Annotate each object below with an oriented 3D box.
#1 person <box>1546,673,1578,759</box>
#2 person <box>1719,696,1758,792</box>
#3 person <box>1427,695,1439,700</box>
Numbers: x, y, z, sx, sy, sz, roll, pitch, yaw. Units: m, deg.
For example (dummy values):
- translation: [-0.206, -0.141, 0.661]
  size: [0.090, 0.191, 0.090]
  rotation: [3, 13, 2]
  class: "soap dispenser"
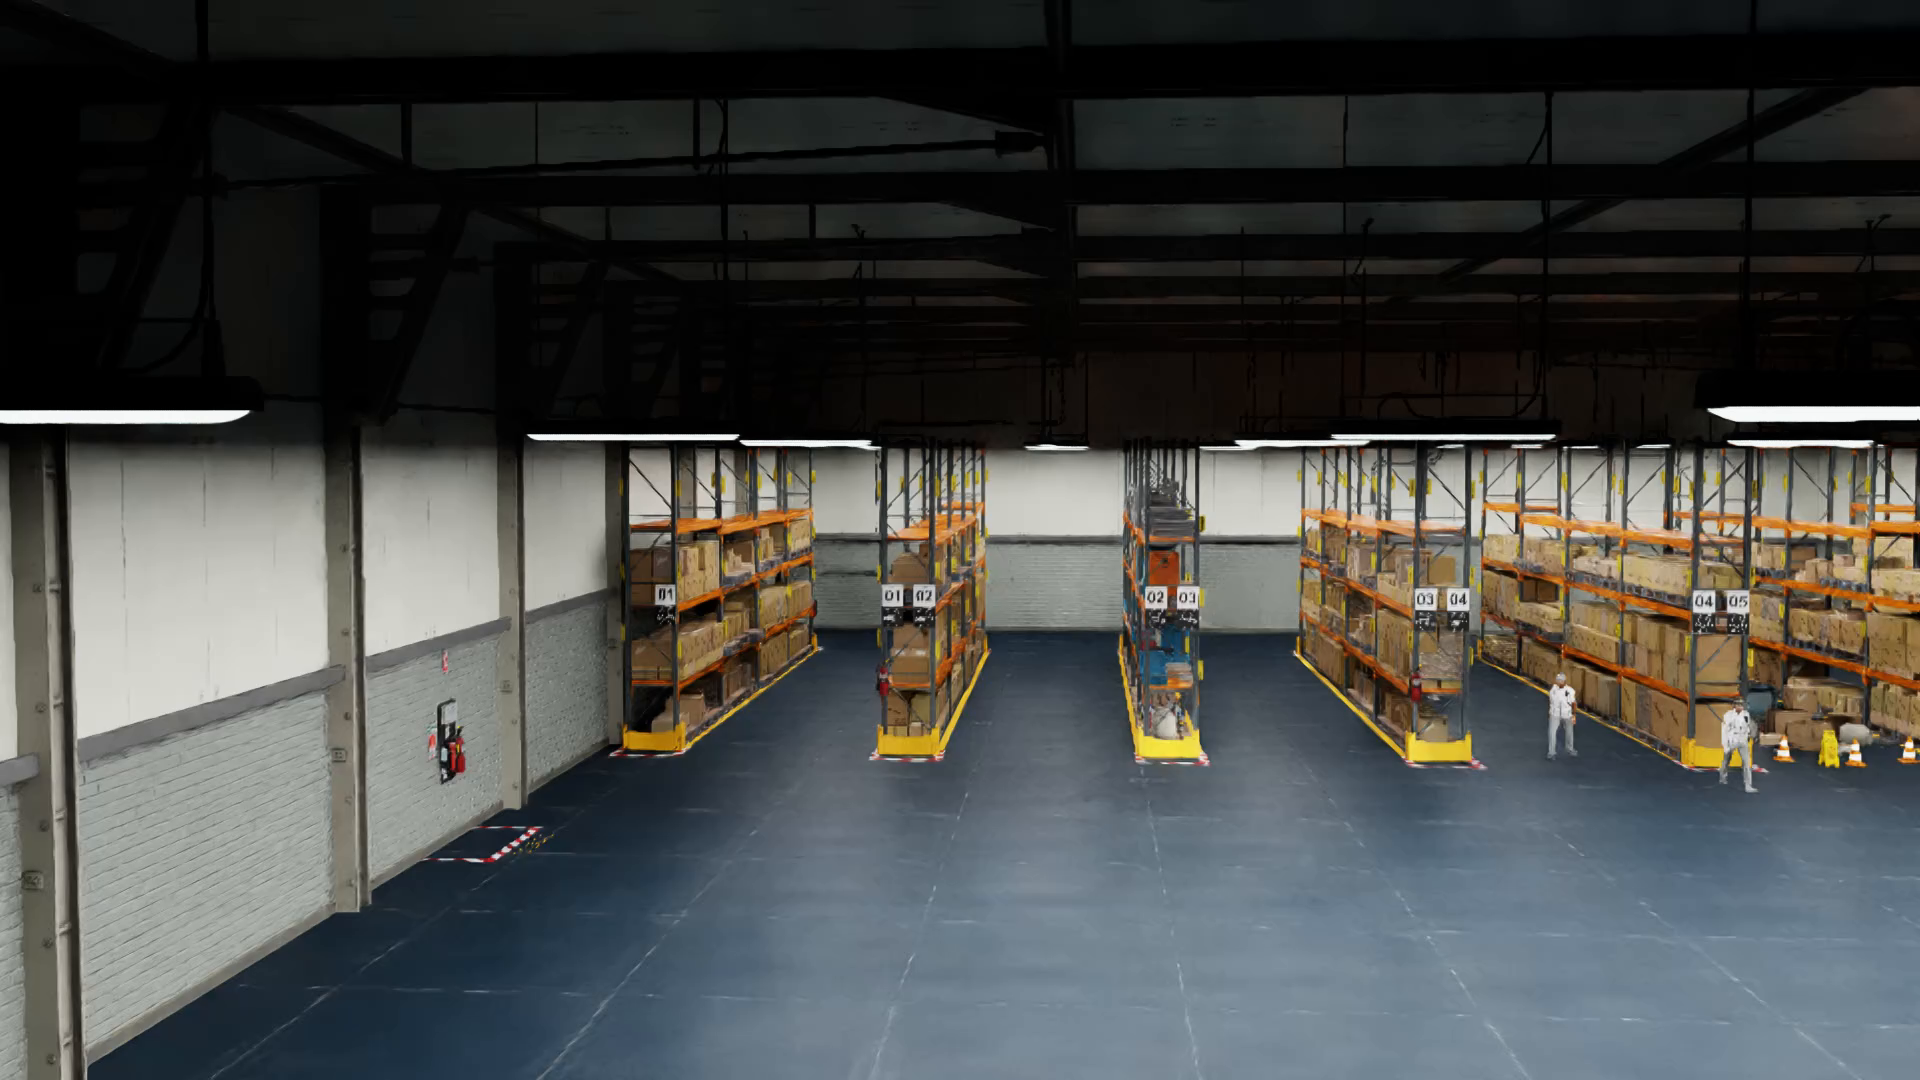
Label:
- translation: [11.240, 3.261, 31.019]
  size: [0.523, 1.602, 0.946]
  rotation: [1, 3, 26]
  class: "person"
- translation: [13.096, 3.407, 28.056]
  size: [0.495, 1.587, 1.086]
  rotation: [0, 3, 6]
  class: "person"
- translation: [10.923, 2.860, 38.330]
  size: [0.322, 1.605, 0.490]
  rotation: [-1, 3, -10]
  class: "person"
